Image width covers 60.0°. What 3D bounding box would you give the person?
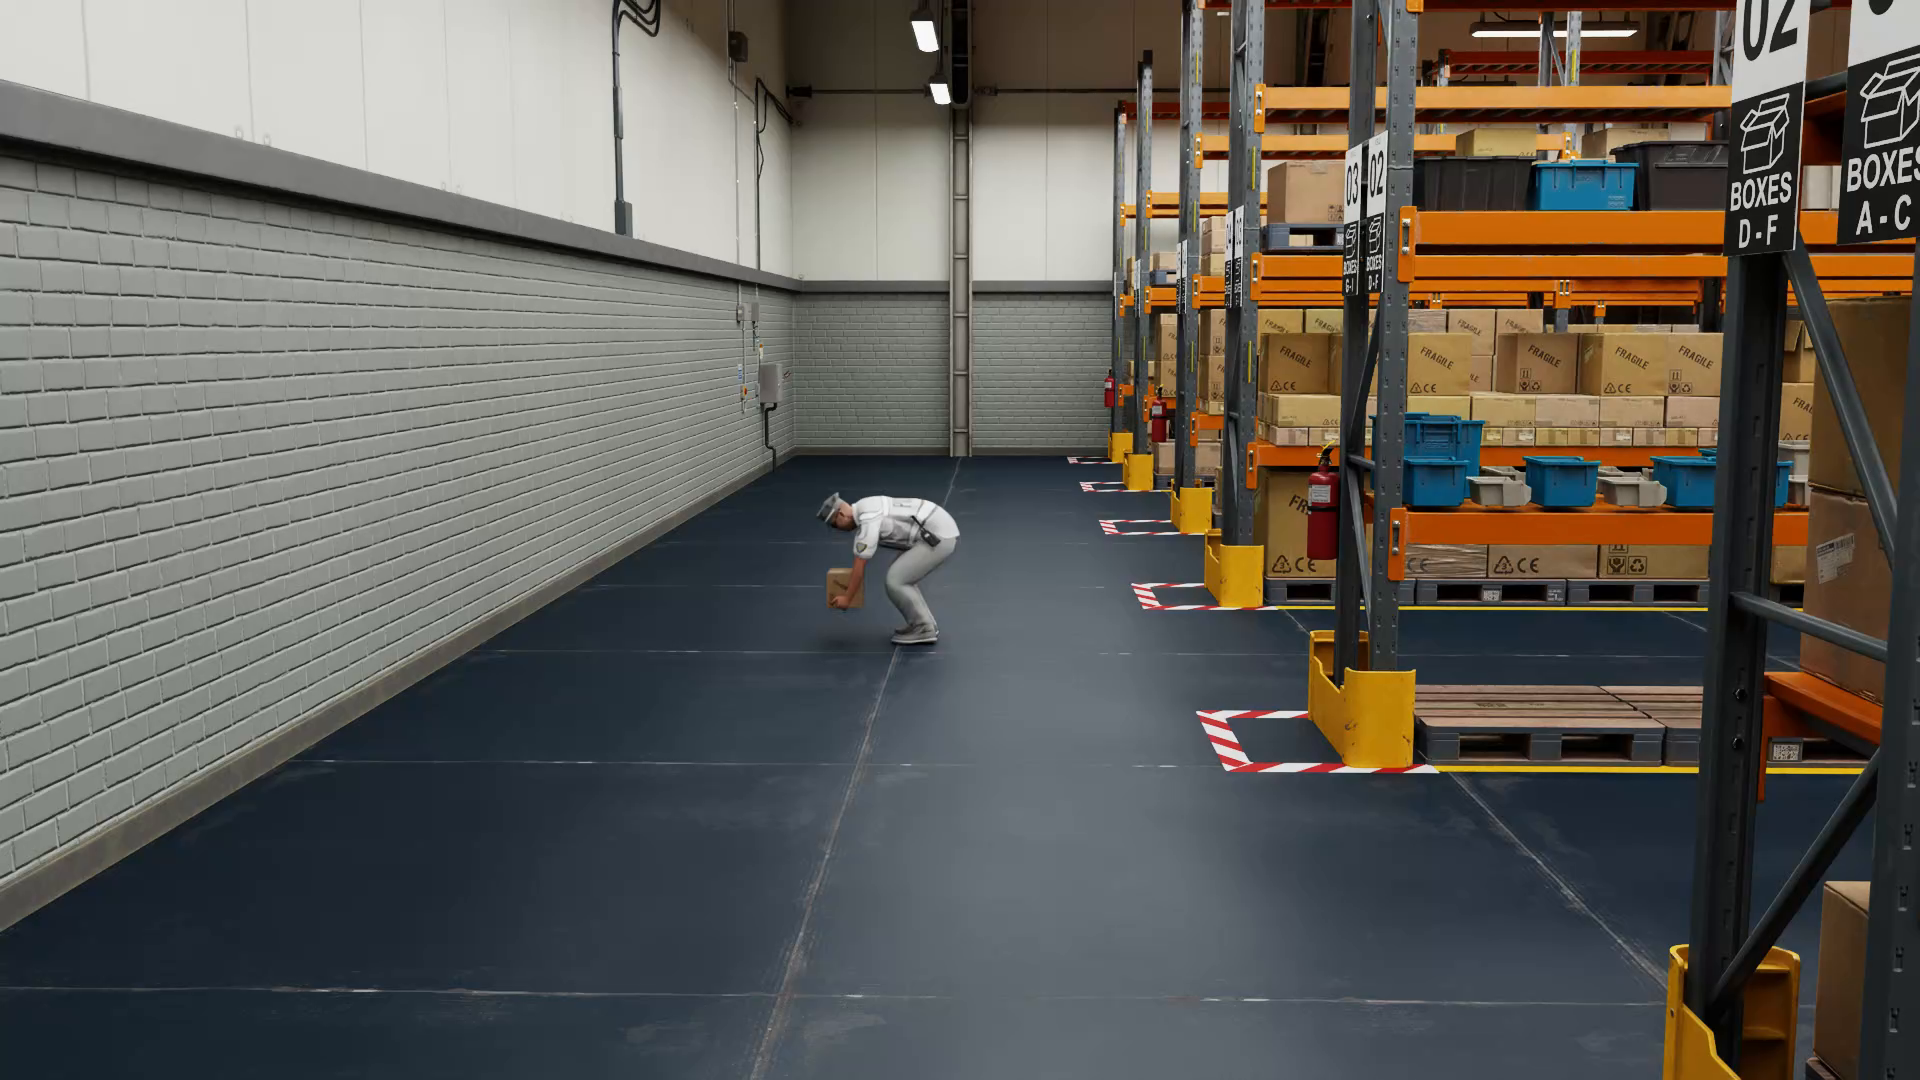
[{"bbox_3d":[-0.519,0.191,11.938,1.034,1.077,0.536,0,7,-2],"label":"person"}]
